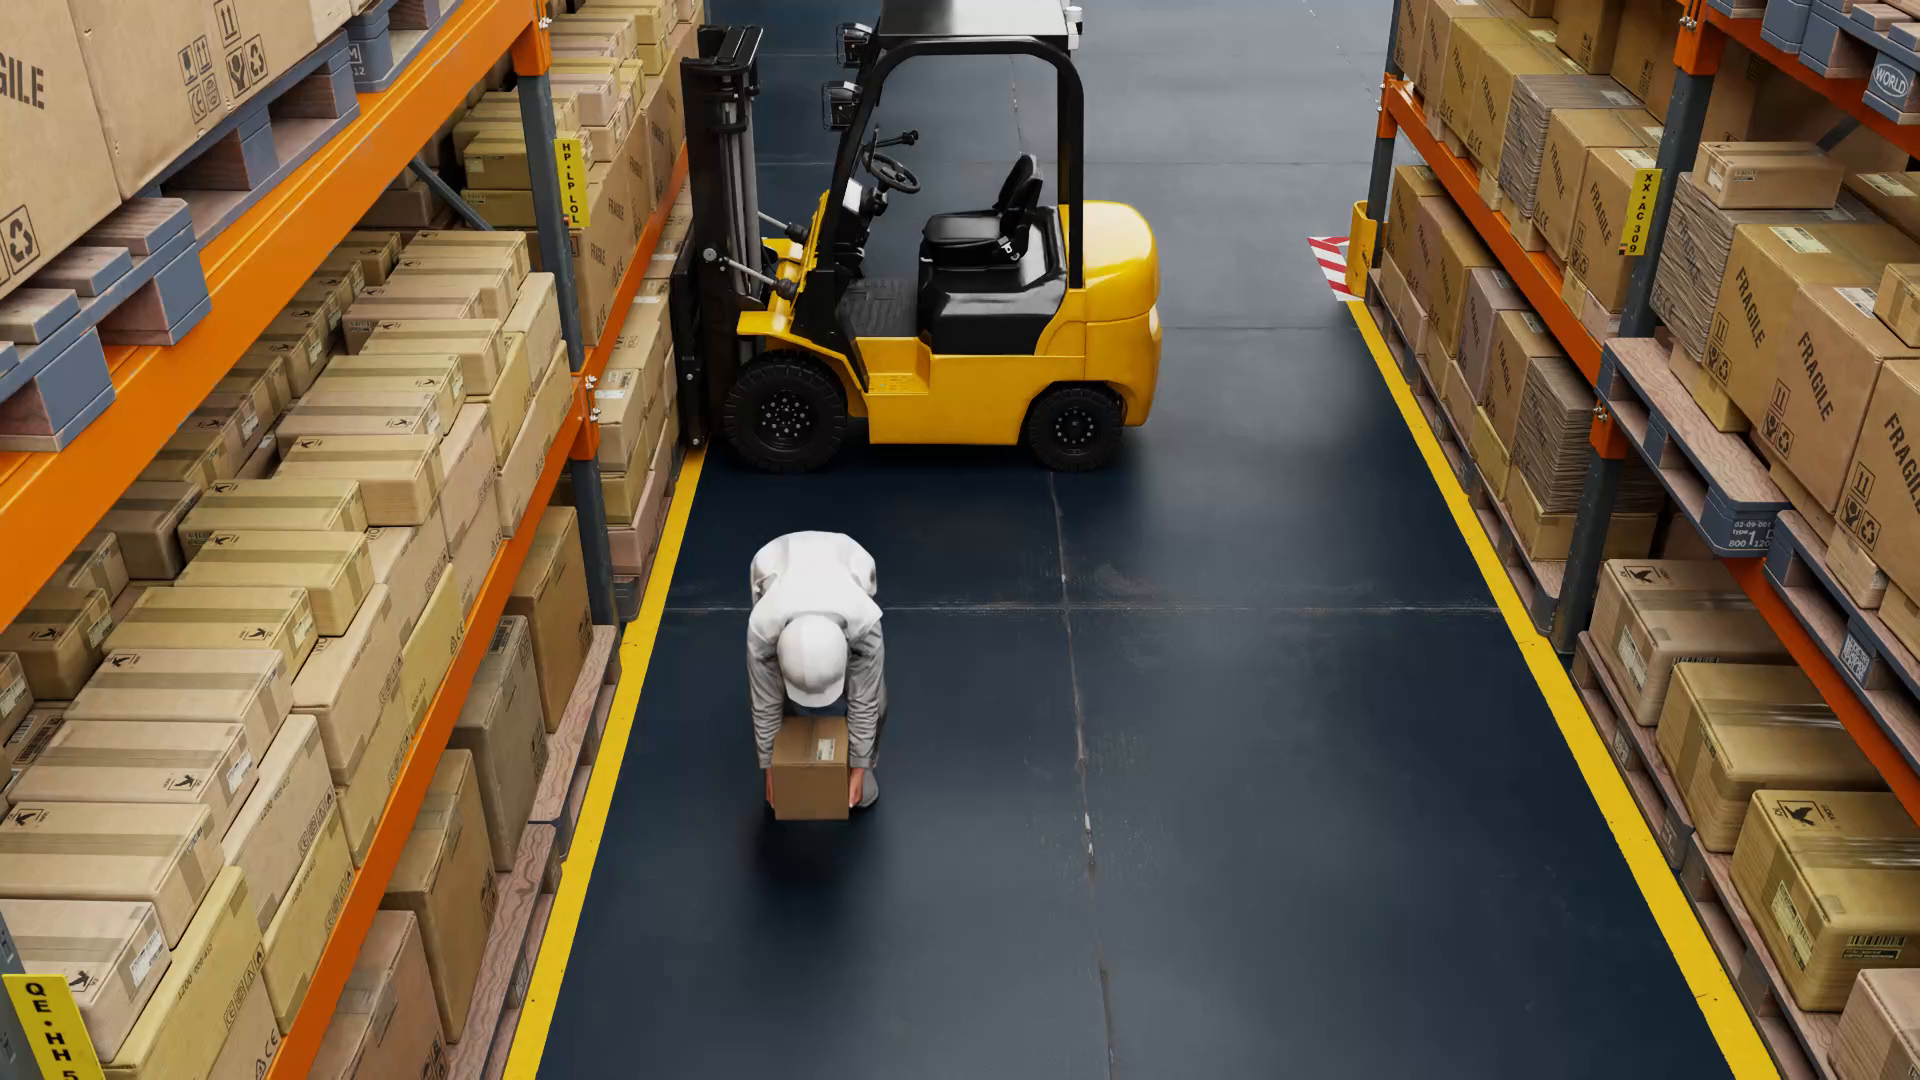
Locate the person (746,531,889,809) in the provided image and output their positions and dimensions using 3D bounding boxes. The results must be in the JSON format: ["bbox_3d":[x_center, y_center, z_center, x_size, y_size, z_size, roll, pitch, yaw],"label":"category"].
[{"bbox_3d":[-0.498,0.550,5.822,0.495,1.133,0.992,-2,31,-3],"label":"person"}]
